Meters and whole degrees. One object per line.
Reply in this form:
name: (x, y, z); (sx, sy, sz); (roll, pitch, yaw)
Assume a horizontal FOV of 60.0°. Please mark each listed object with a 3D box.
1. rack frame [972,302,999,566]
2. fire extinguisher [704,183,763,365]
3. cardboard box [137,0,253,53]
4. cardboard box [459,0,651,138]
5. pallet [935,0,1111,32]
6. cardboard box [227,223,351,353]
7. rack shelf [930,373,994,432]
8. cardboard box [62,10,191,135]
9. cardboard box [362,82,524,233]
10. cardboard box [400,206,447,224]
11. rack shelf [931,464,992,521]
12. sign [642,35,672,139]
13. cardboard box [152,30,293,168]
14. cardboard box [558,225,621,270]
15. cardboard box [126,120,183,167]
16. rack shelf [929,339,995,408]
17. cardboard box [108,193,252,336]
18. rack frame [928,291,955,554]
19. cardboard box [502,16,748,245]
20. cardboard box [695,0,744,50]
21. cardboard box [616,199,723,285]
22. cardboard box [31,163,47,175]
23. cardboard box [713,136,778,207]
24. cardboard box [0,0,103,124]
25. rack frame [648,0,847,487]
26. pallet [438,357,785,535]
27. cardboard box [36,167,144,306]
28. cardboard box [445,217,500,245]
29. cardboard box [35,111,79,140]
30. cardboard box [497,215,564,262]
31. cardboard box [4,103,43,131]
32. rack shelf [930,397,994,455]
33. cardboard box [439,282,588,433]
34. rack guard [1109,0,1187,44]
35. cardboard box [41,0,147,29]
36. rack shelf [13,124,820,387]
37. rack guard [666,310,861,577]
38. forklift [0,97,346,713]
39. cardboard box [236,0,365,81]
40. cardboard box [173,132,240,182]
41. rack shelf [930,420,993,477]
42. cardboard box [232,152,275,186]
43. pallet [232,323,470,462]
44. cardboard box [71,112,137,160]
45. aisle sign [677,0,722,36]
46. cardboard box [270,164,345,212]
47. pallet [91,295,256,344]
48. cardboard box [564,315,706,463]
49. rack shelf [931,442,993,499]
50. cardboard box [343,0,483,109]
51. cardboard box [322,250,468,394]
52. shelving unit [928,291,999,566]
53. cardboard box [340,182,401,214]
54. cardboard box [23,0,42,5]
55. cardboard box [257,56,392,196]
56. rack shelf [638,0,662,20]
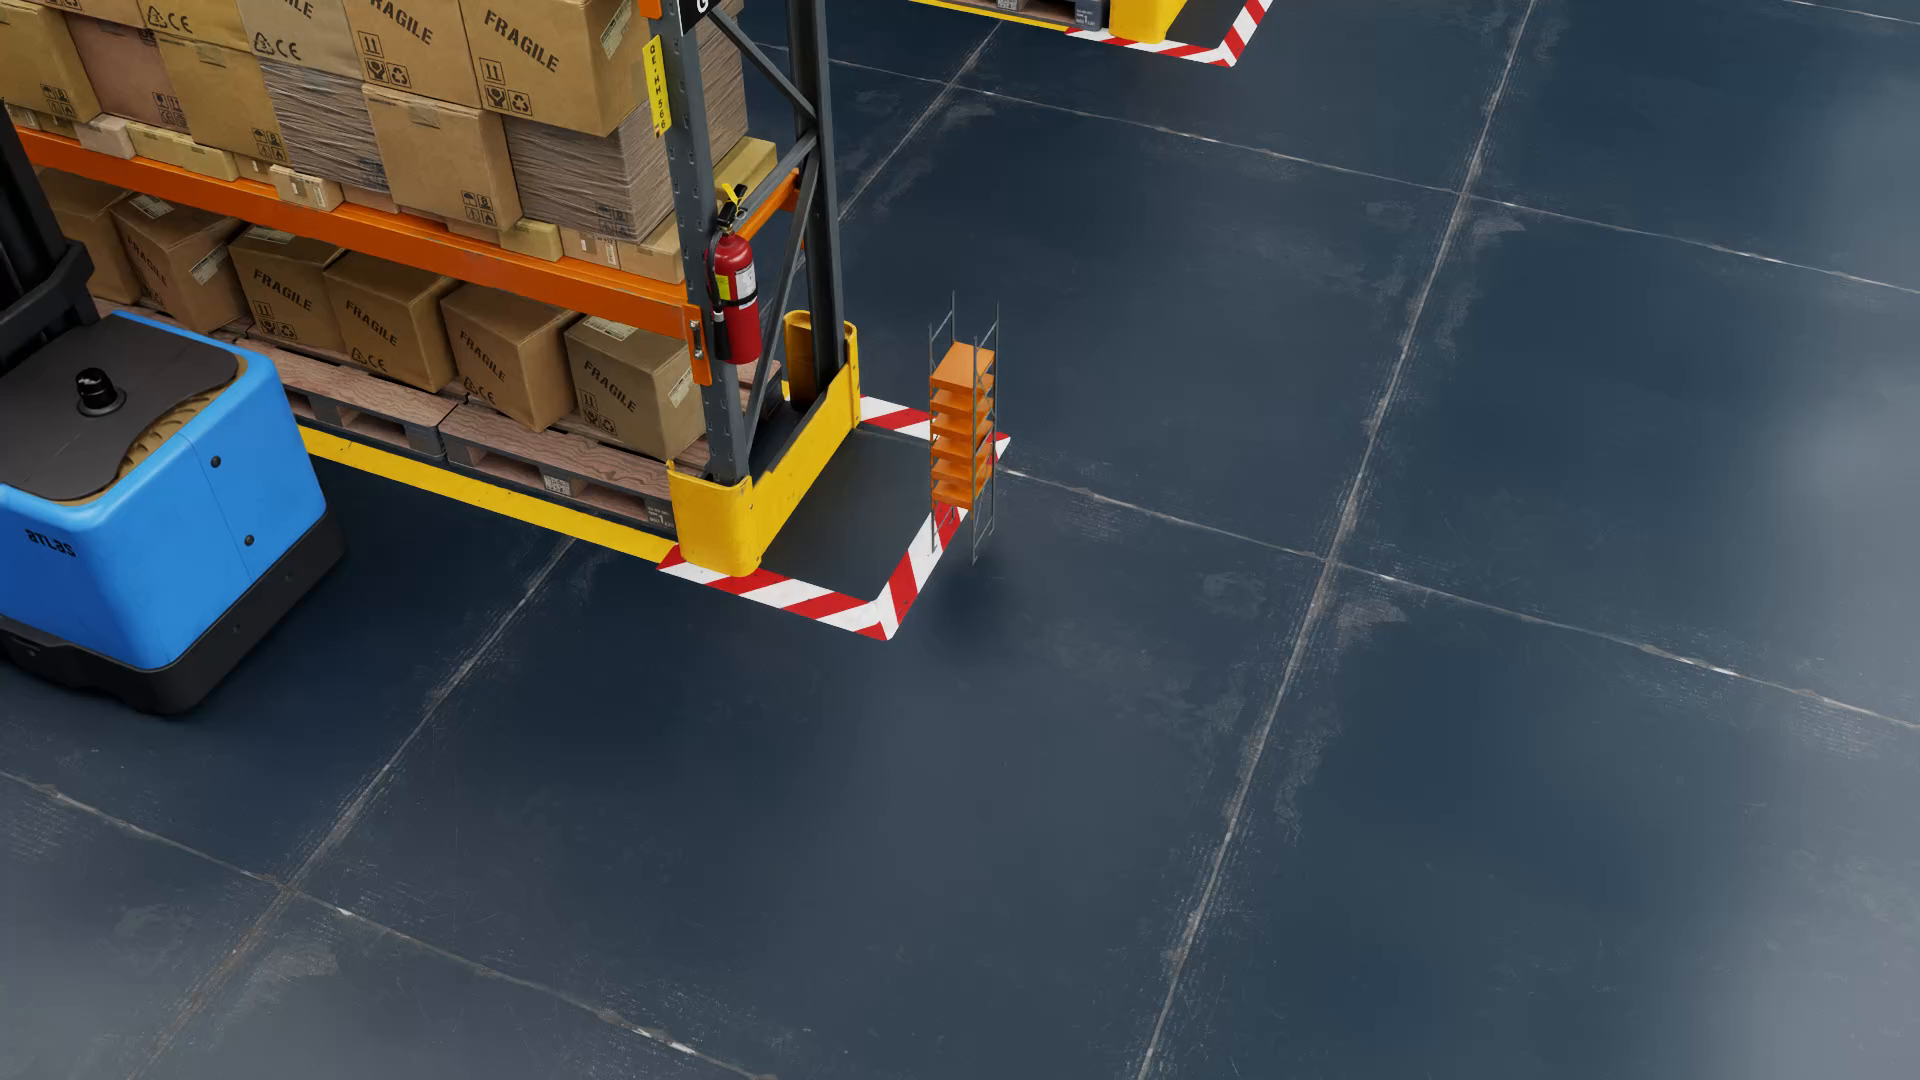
rack frame: (0.098, -0.396, 6.637); (0.006, 1.200, 0.240); (16, 47, 16)
fire extinguisher: (-0.820, -0.941, 5.963); (0.183, 0.674, 0.296); (16, 47, 16)
cardboard box: (-2.734, -2.194, 6.177); (0.500, 0.500, 0.500); (16, 47, 16)
cardboard box: (-1.351, -1.783, 5.764); (0.500, 0.500, 0.500); (16, 47, 16)
pallet: (0.486, -3.679, 10.637); (1.213, 0.211, 1.003); (16, 47, 16)
cardboard box: (-2.952, -1.246, 7.689); (0.500, 0.500, 0.500); (13, 46, 12)
rack shelf: (0.014, -0.560, 6.524); (0.180, 0.103, 0.258); (16, 47, 16)
cardboard box: (-3.101, -2.135, 6.827); (0.500, 0.500, 0.875); (16, 47, 16)
cardboard box: (-1.753, -1.665, 6.354); (0.500, 0.500, 0.875); (16, 47, 16)
cardboard box: (-2.012, -1.429, 6.577); (0.250, 0.149, 0.380); (16, 47, 16)
rack shelf: (0.014, -0.220, 6.862); (0.180, 0.103, 0.258); (16, 47, 16)
sign: (-0.981, -1.466, 5.391); (0.005, 0.325, 0.100); (16, 47, 16)
cardboard box: (-2.655, -1.973, 6.663); (0.500, 0.500, 0.875); (16, 47, 16)
cardboard box: (-1.322, -1.222, 6.368); (0.250, 0.149, 0.380); (16, 47, 16)
cardboard box: (-3.195, -1.719, 6.868); (0.250, 0.149, 0.380); (16, 47, 16)
rack shelf: (0.014, -0.645, 6.439); (0.180, 0.103, 0.258); (16, 47, 16)
cardboard box: (-3.555, -1.363, 7.807); (0.500, 0.500, 0.500); (32, 53, 28)
rack frame: (-0.071, -0.446, 6.687); (0.006, 1.200, 0.240); (16, 47, 16)
cardboard box: (-1.246, -1.608, 6.296); (0.500, 0.500, 0.875); (16, 47, 16)
cardboard box: (-1.151, -2.122, 6.104); (0.500, 0.500, 0.500); (16, 47, 16)
cardboard box: (-1.091, -1.154, 6.300); (0.250, 0.149, 0.380); (16, 47, 16)
cardboard box: (-4.999, -1.836, 8.268); (0.500, 0.500, 0.700); (13, 46, 13)
cardboard box: (-0.920, -1.443, 6.591); (0.250, 0.149, 0.380); (16, 47, 16)
cardboard box: (-3.601, -2.206, 6.897); (0.500, 0.500, 0.875); (16, 47, 16)
rack frame: (-0.749, -1.300, 6.268); (0.127, 3.000, 1.000); (16, 47, 16)
pallet: (-1.555, -0.575, 7.518); (1.213, 0.211, 1.003); (16, 47, 16)
cardboard box: (-4.087, -1.514, 7.958); (0.500, 0.500, 0.500); (15, 47, 15)
cardboard box: (-1.797, -1.334, 6.481); (0.250, 0.149, 0.380); (16, 47, 16)
cardboard box: (-3.656, -1.855, 7.004); (0.250, 0.149, 0.380); (16, 47, 16)
cardboard box: (-1.572, -1.256, 6.403); (0.250, 0.149, 0.380); (16, 47, 16)
cardboard box: (-3.891, -1.916, 7.066); (0.250, 0.149, 0.380); (16, 47, 16)
rack shelf: (0.014, -0.475, 6.608); (0.180, 0.103, 0.258); (16, 47, 16)
cardboard box: (-1.883, -0.883, 7.324); (0.500, 0.500, 0.500); (29, 52, 26)
rack guard: (1.276, -3.608, 10.361); (0.348, 0.500, 1.175); (16, 47, 16)
cardboard box: (-3.200, -2.323, 6.306); (0.500, 0.500, 0.500); (16, 47, 16)
rack shelf: (-2.595, -1.588, 7.068); (4.000, 0.370, 1.077); (16, 47, 16)
rack guard: (-0.819, -0.434, 7.171); (0.348, 0.500, 1.175); (16, 47, 16)
forklift: (-4.132, -1.069, 6.085); (3.031, 2.935, 1.130); (17, 47, 16)
cardboard box: (-2.276, -2.053, 6.035); (0.500, 0.500, 0.500); (16, 47, 16)
cardboard box: (-2.968, -1.644, 6.793); (0.250, 0.149, 0.380); (16, 47, 16)
rack shelf: (0.014, -0.390, 6.693); (0.180, 0.103, 0.258); (16, 47, 16)
cardboard box: (-2.720, -1.606, 6.754); (0.250, 0.149, 0.380); (16, 47, 16)
pallet: (-2.677, -0.908, 7.852); (1.213, 0.211, 1.003); (16, 47, 16)
cardboard box: (-3.441, -1.760, 6.909); (0.250, 0.149, 0.380); (16, 47, 16)
aisle sign: (-0.807, -2.009, 5.138); (0.004, 0.787, 0.394); (16, 47, 16)
cardboard box: (-2.516, -1.493, 6.640); (0.250, 0.149, 0.380); (16, 47, 16)
pallet: (-3.807, -1.238, 8.184); (1.213, 0.211, 1.003); (16, 47, 16)
cardboard box: (-1.319, -0.743, 7.183); (0.500, 0.500, 0.500); (25, 50, 23)
rack shelf: (0.014, -0.305, 6.778); (0.180, 0.103, 0.258); (16, 47, 16)
cardboard box: (-1.815, -1.916, 5.897); (0.500, 0.500, 0.500); (16, 47, 16)
cardboard box: (-2.454, -1.065, 7.507); (0.500, 0.500, 0.500); (21, 48, 19)
shelving unit: (0.014, -0.421, 6.662); (0.189, 1.200, 0.258); (16, 47, 16)
cardboard box: (-2.251, -1.482, 6.630); (0.250, 0.149, 0.380); (16, 47, 16)
cardboard box: (-3.661, -2.459, 6.443); (0.500, 0.500, 0.500); (16, 47, 16)
cardboard box: (-2.198, -1.829, 6.519); (0.500, 0.500, 0.875); (16, 47, 16)
rack shelf: (-2.595, -2.651, 6.010); (4.000, 0.370, 1.077); (16, 47, 16)
